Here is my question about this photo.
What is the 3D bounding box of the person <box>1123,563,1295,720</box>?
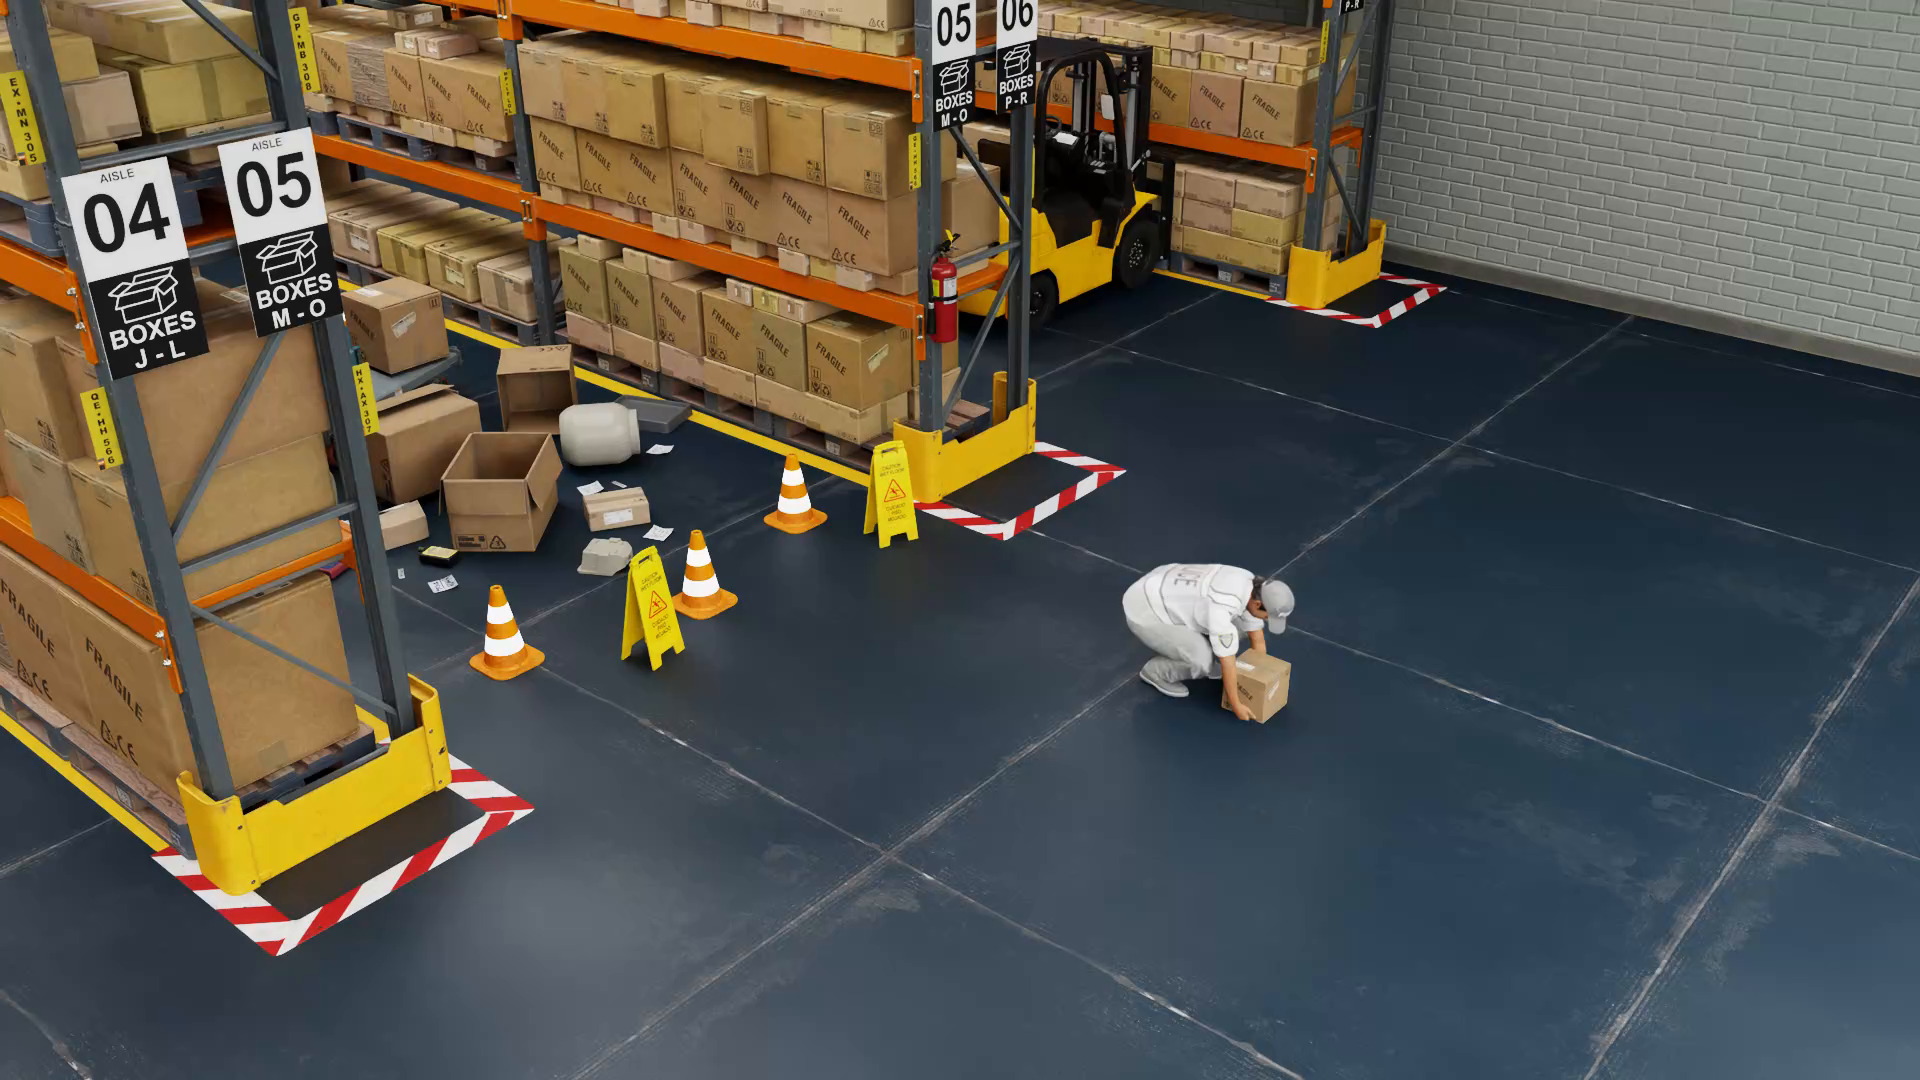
[{"bbox_3d":[1.303,0.481,8.767,0.904,0.806,0.499,20,34,34],"label":"person"}]
